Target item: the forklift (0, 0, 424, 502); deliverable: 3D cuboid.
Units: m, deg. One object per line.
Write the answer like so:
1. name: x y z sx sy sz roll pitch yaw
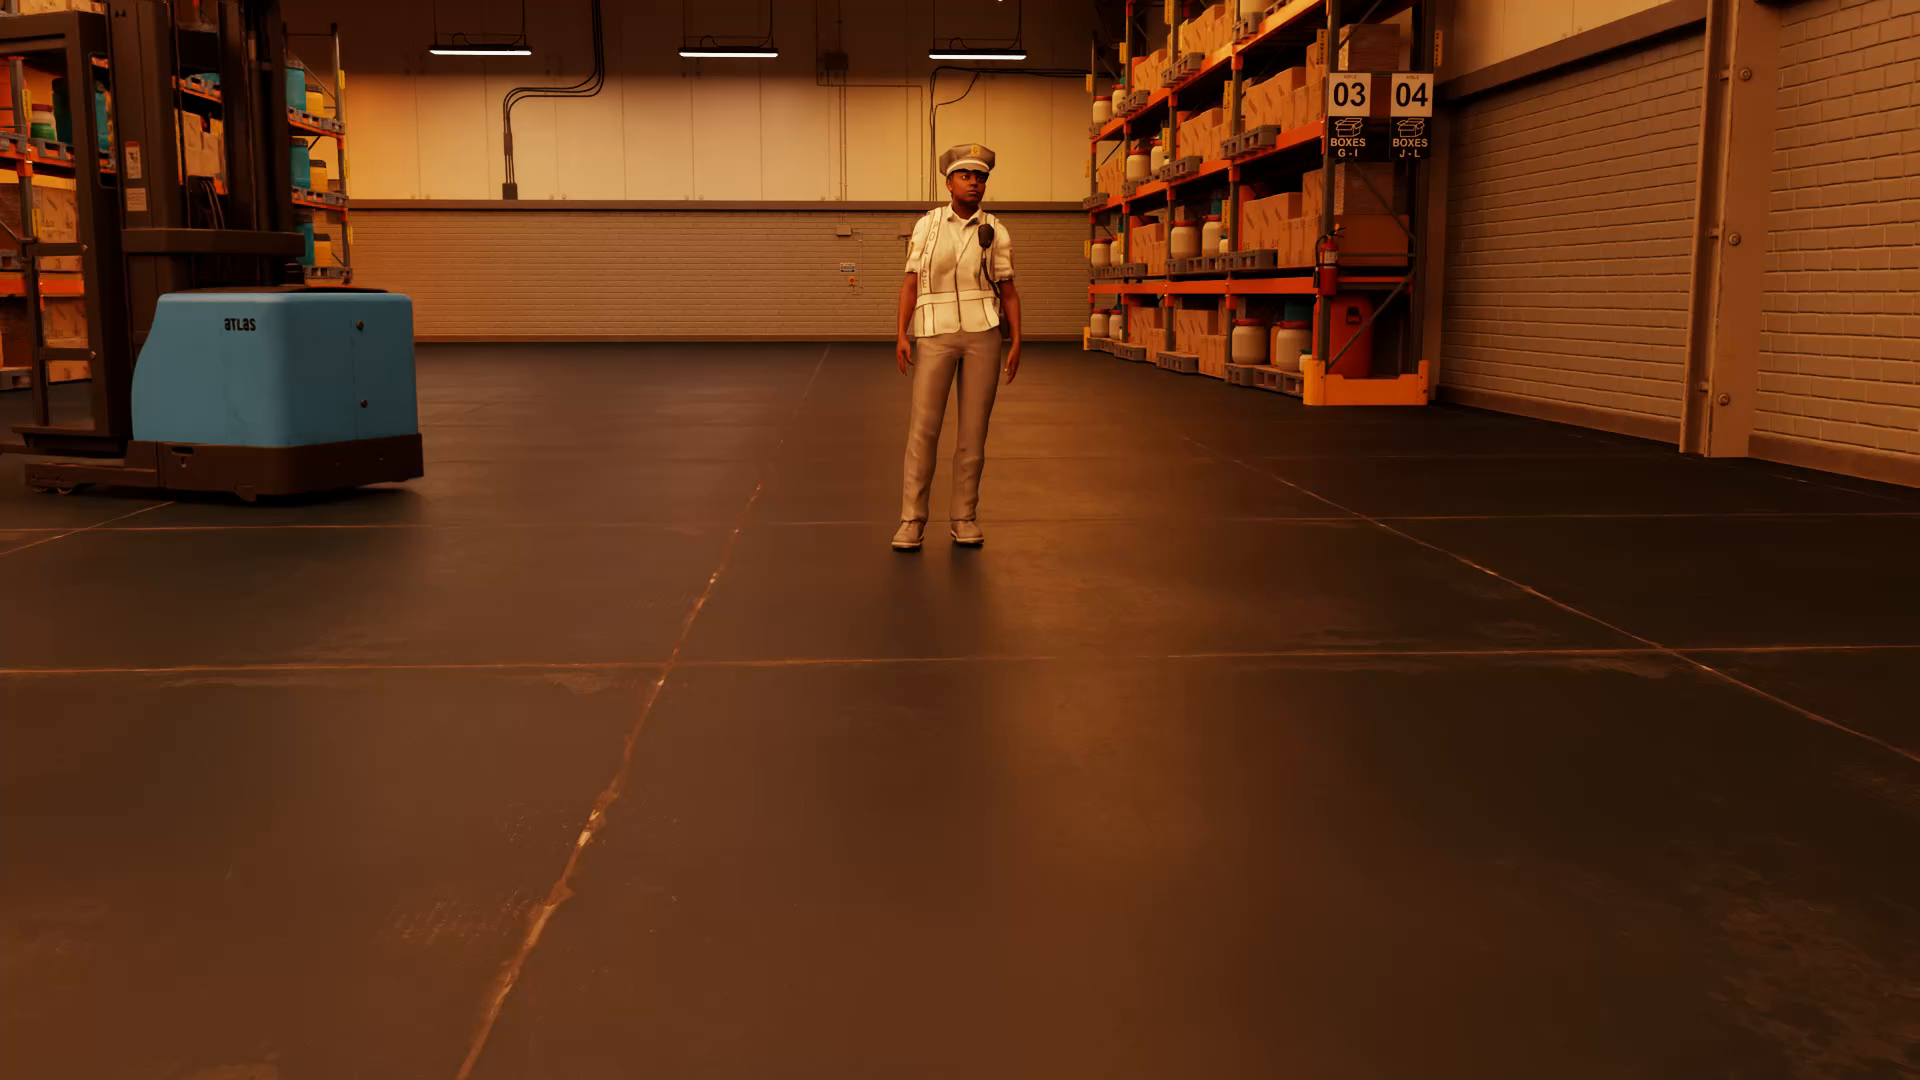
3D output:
1. forklift: -4.523 -1.761 9.193 3.031 2.935 1.130 4 9 25

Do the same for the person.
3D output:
1. person: -0.016 -0.834 7.109 0.569 1.695 0.530 -1 8 -4
